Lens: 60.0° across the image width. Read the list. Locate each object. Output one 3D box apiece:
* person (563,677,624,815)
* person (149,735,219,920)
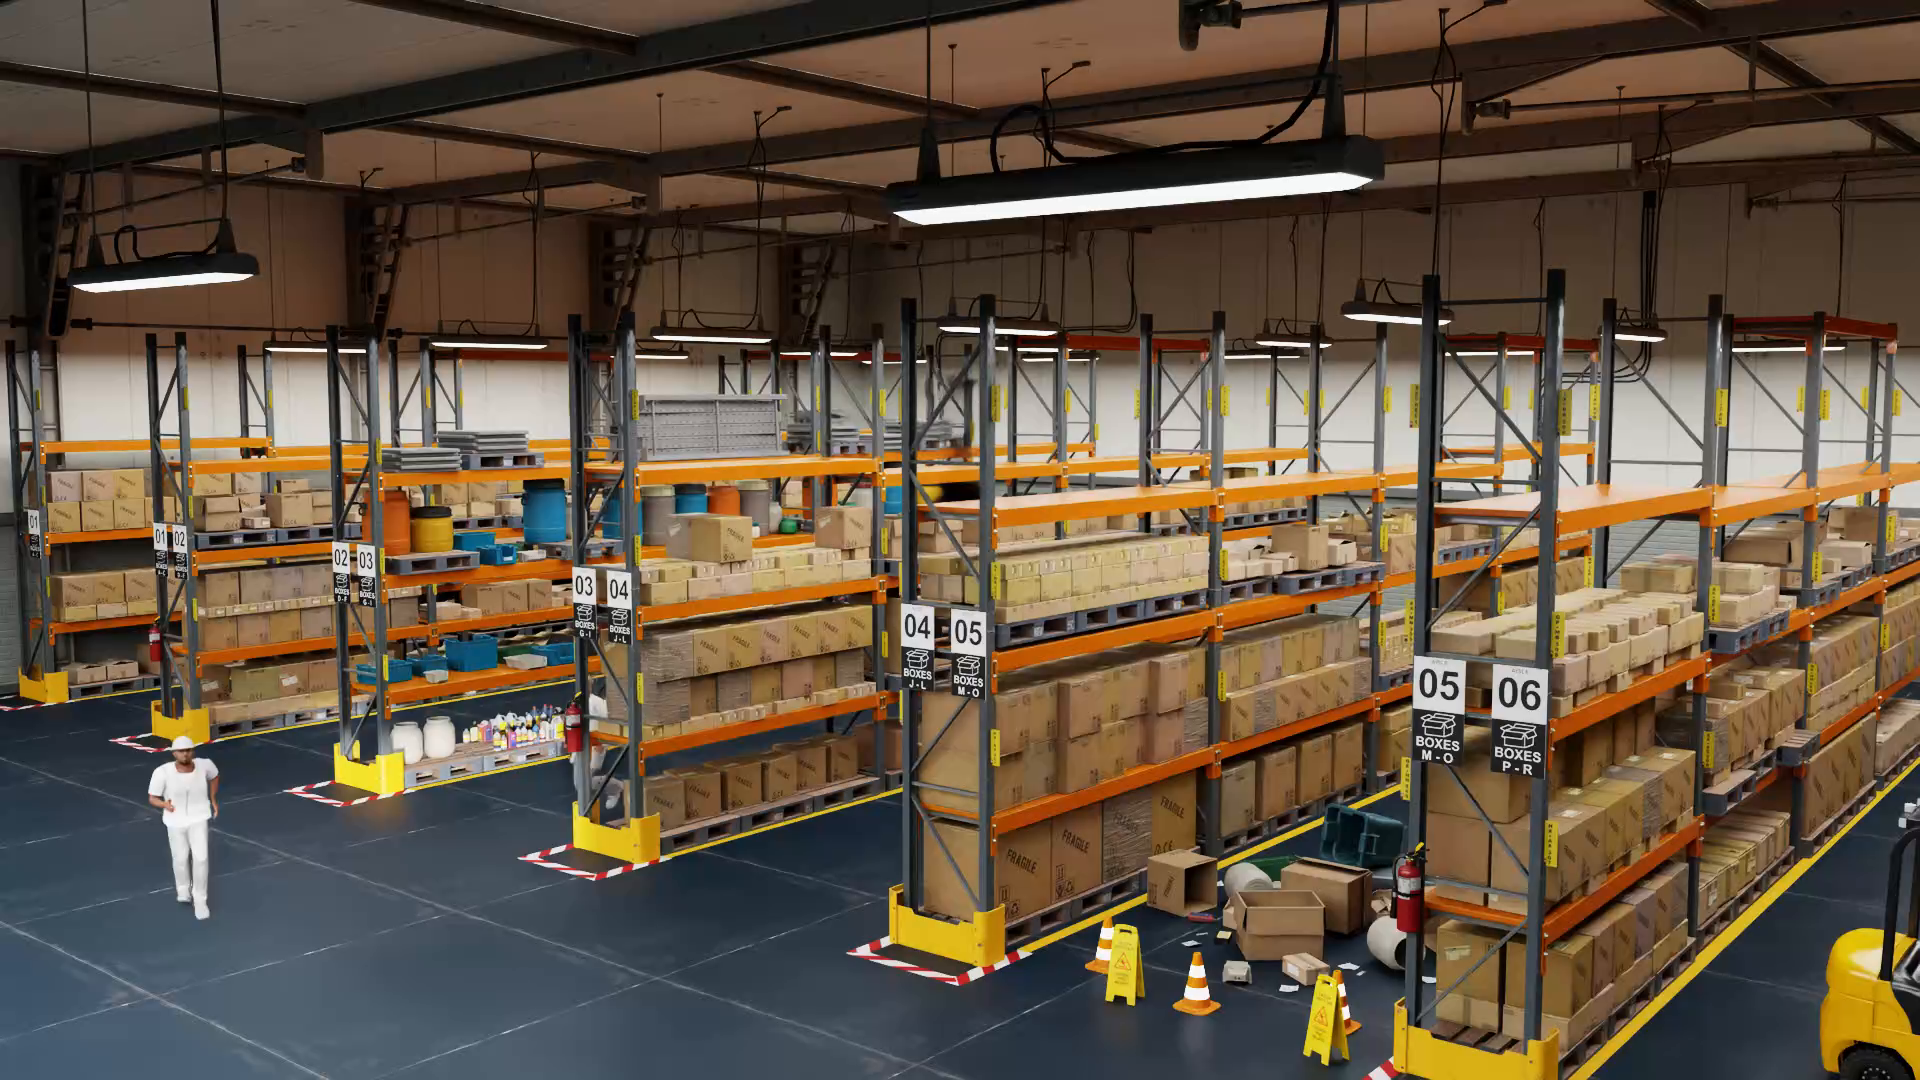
[{"bbox_3d":[-4.433,2.497,20.137,0.721,1.746,0.666,5,7,41],"label":"person"},{"bbox_3d":[-7.652,2.815,16.432,0.628,1.812,0.827,-2,6,-23],"label":"person"}]
